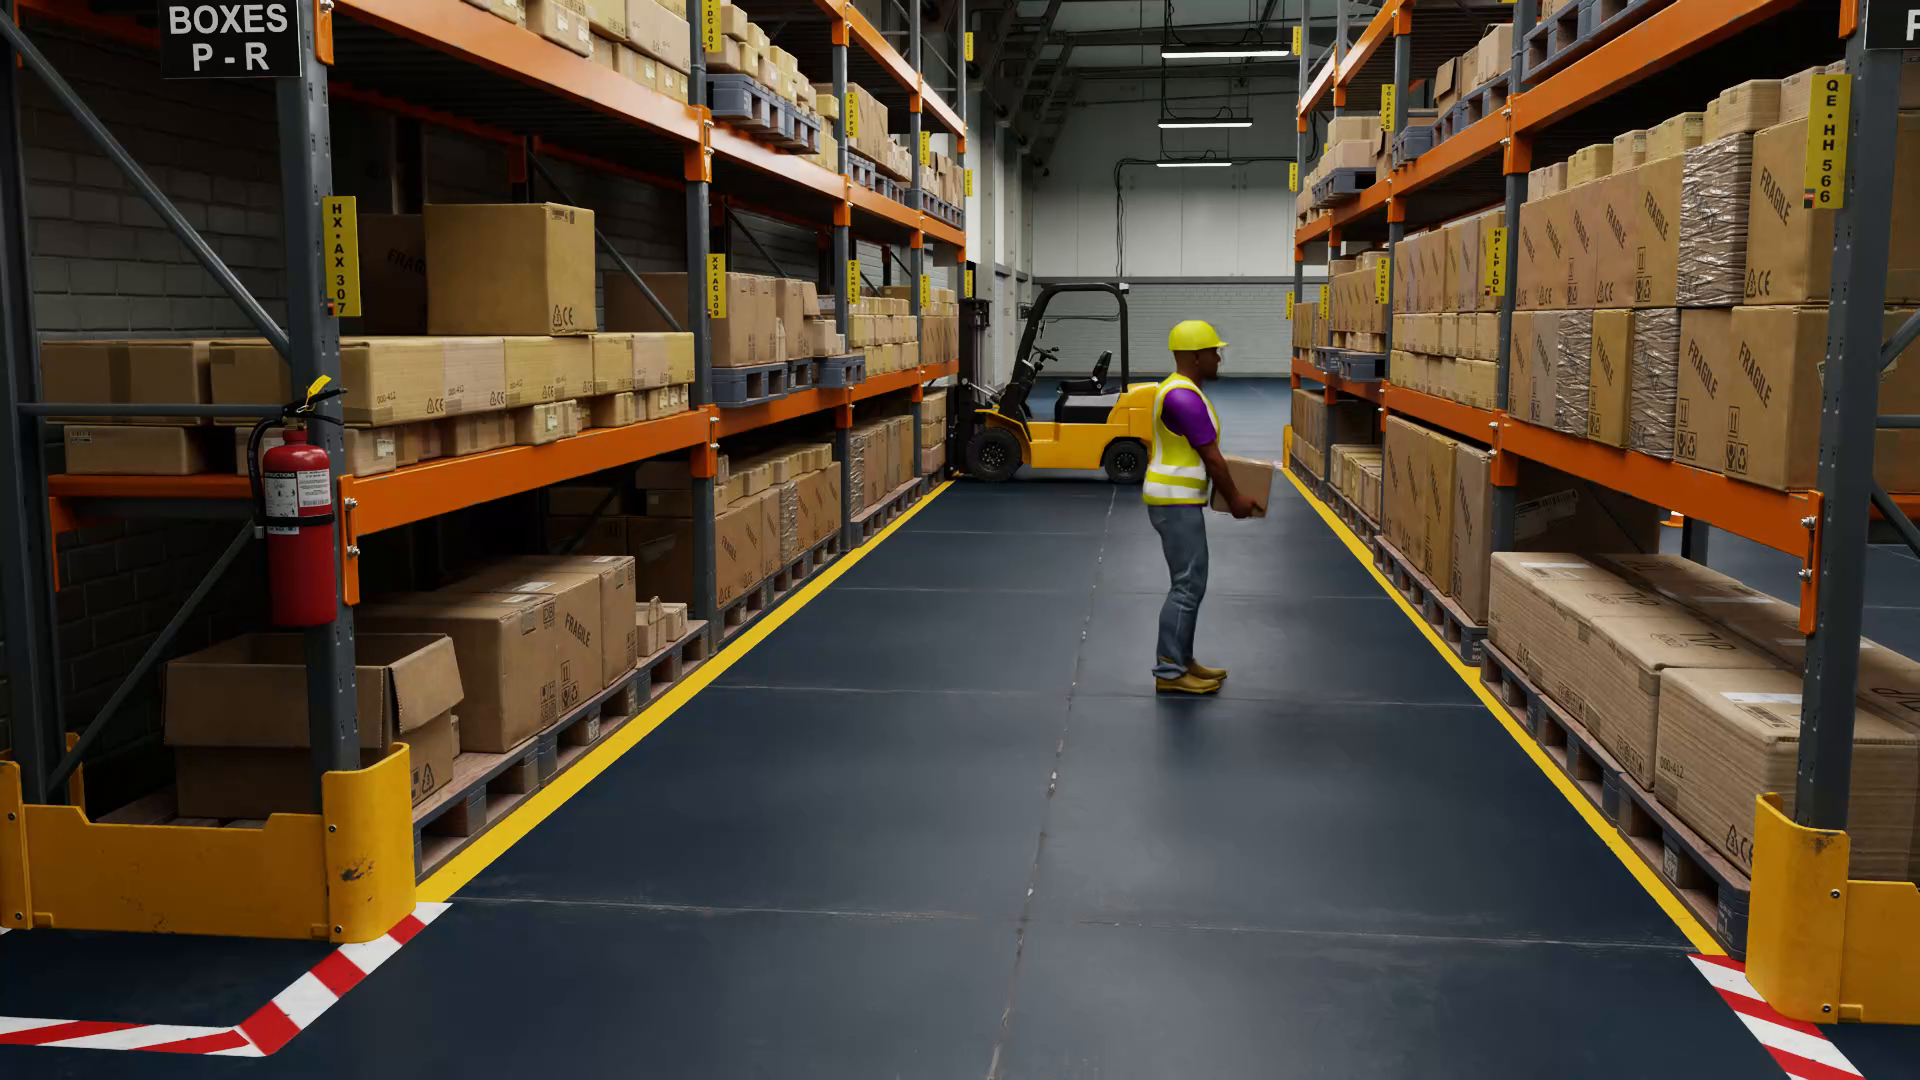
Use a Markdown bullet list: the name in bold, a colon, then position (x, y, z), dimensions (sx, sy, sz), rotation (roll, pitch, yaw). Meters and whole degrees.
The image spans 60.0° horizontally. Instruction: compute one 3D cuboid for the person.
- **person**: position (1.159, -0.166, 7.975), dimensions (0.570, 1.759, 0.505), rotation (1, 8, 5)
